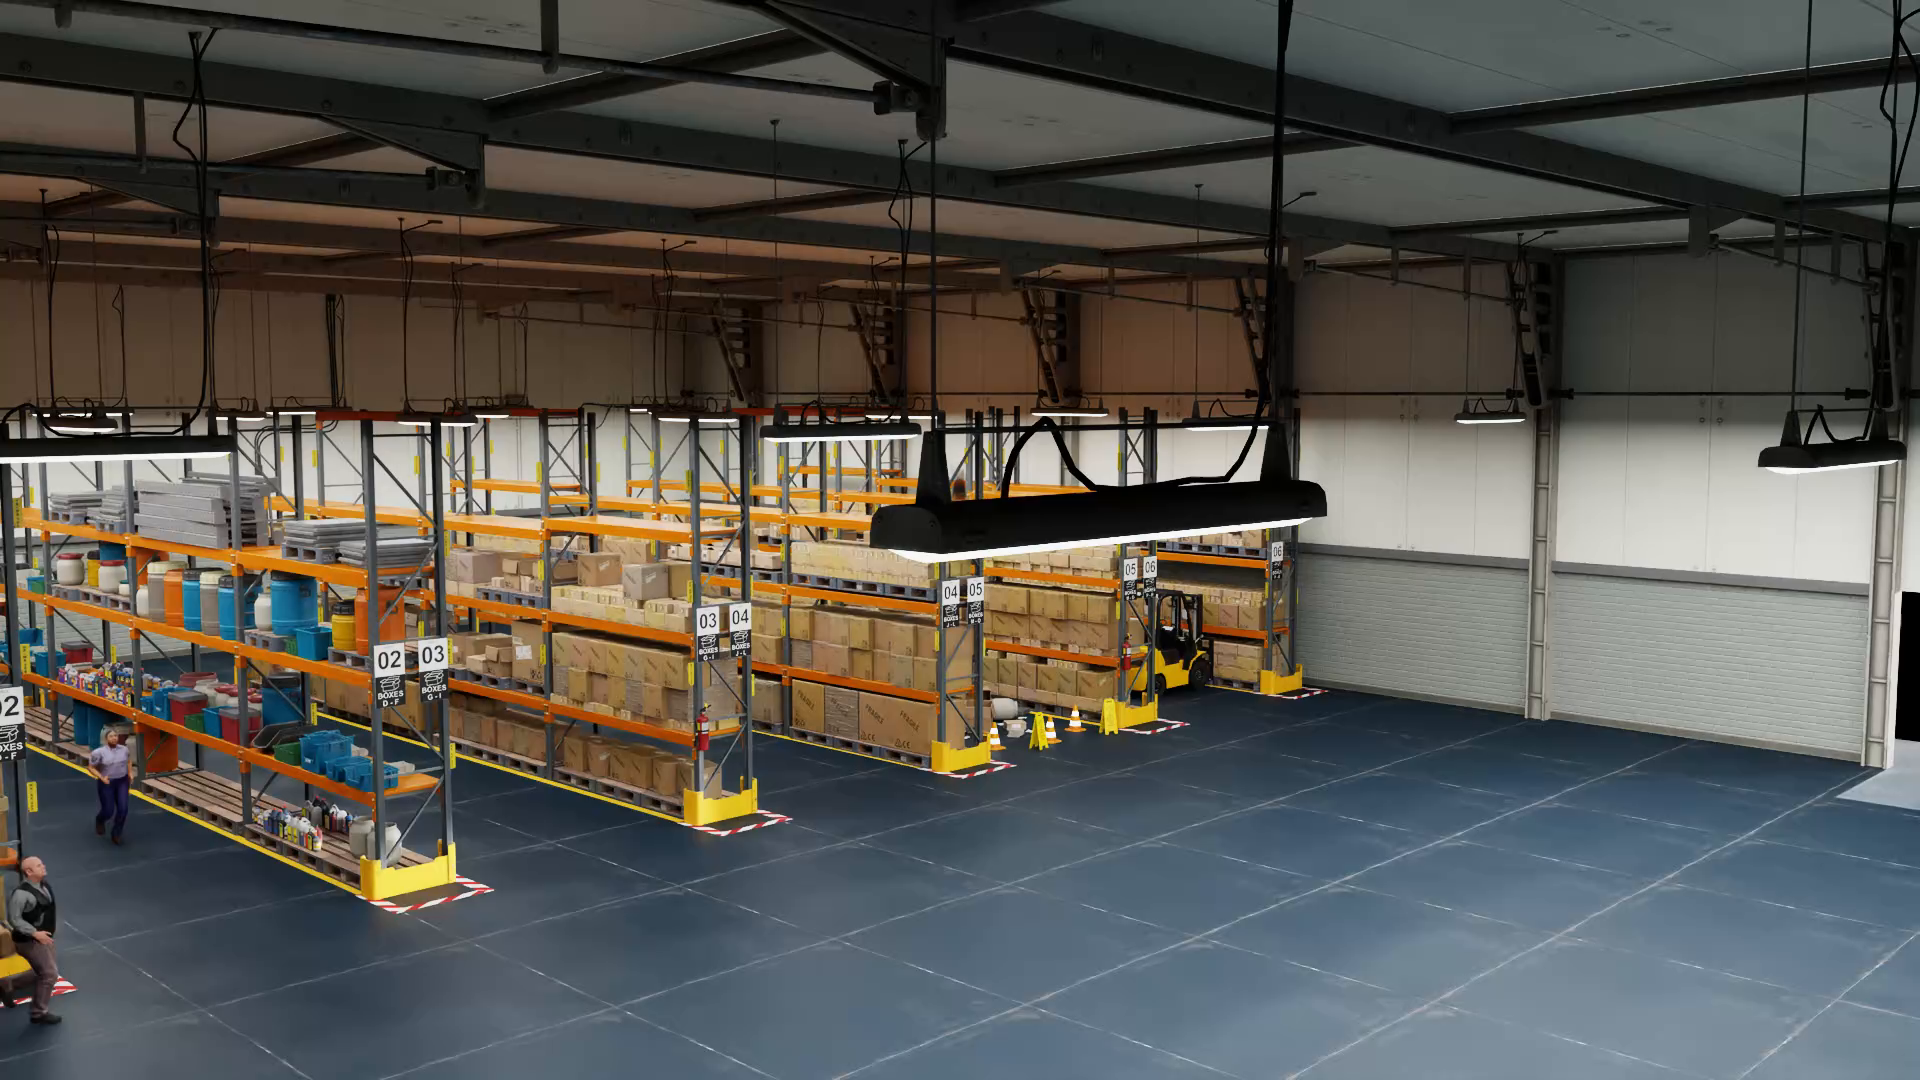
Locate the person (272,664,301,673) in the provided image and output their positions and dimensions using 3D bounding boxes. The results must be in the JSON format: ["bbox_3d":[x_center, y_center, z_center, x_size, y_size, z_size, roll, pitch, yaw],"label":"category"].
[{"bbox_3d":[-12.379,2.714,31.044,0.794,1.813,0.677,4,6,38],"label":"person"}]

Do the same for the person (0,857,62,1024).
[{"bbox_3d":[-9.391,4.013,16.701,0.652,1.701,0.681,-1,5,-10],"label":"person"}]

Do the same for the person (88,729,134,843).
[{"bbox_3d":[-11.966,3.455,23.475,0.561,1.601,0.595,5,7,42],"label":"person"}]
